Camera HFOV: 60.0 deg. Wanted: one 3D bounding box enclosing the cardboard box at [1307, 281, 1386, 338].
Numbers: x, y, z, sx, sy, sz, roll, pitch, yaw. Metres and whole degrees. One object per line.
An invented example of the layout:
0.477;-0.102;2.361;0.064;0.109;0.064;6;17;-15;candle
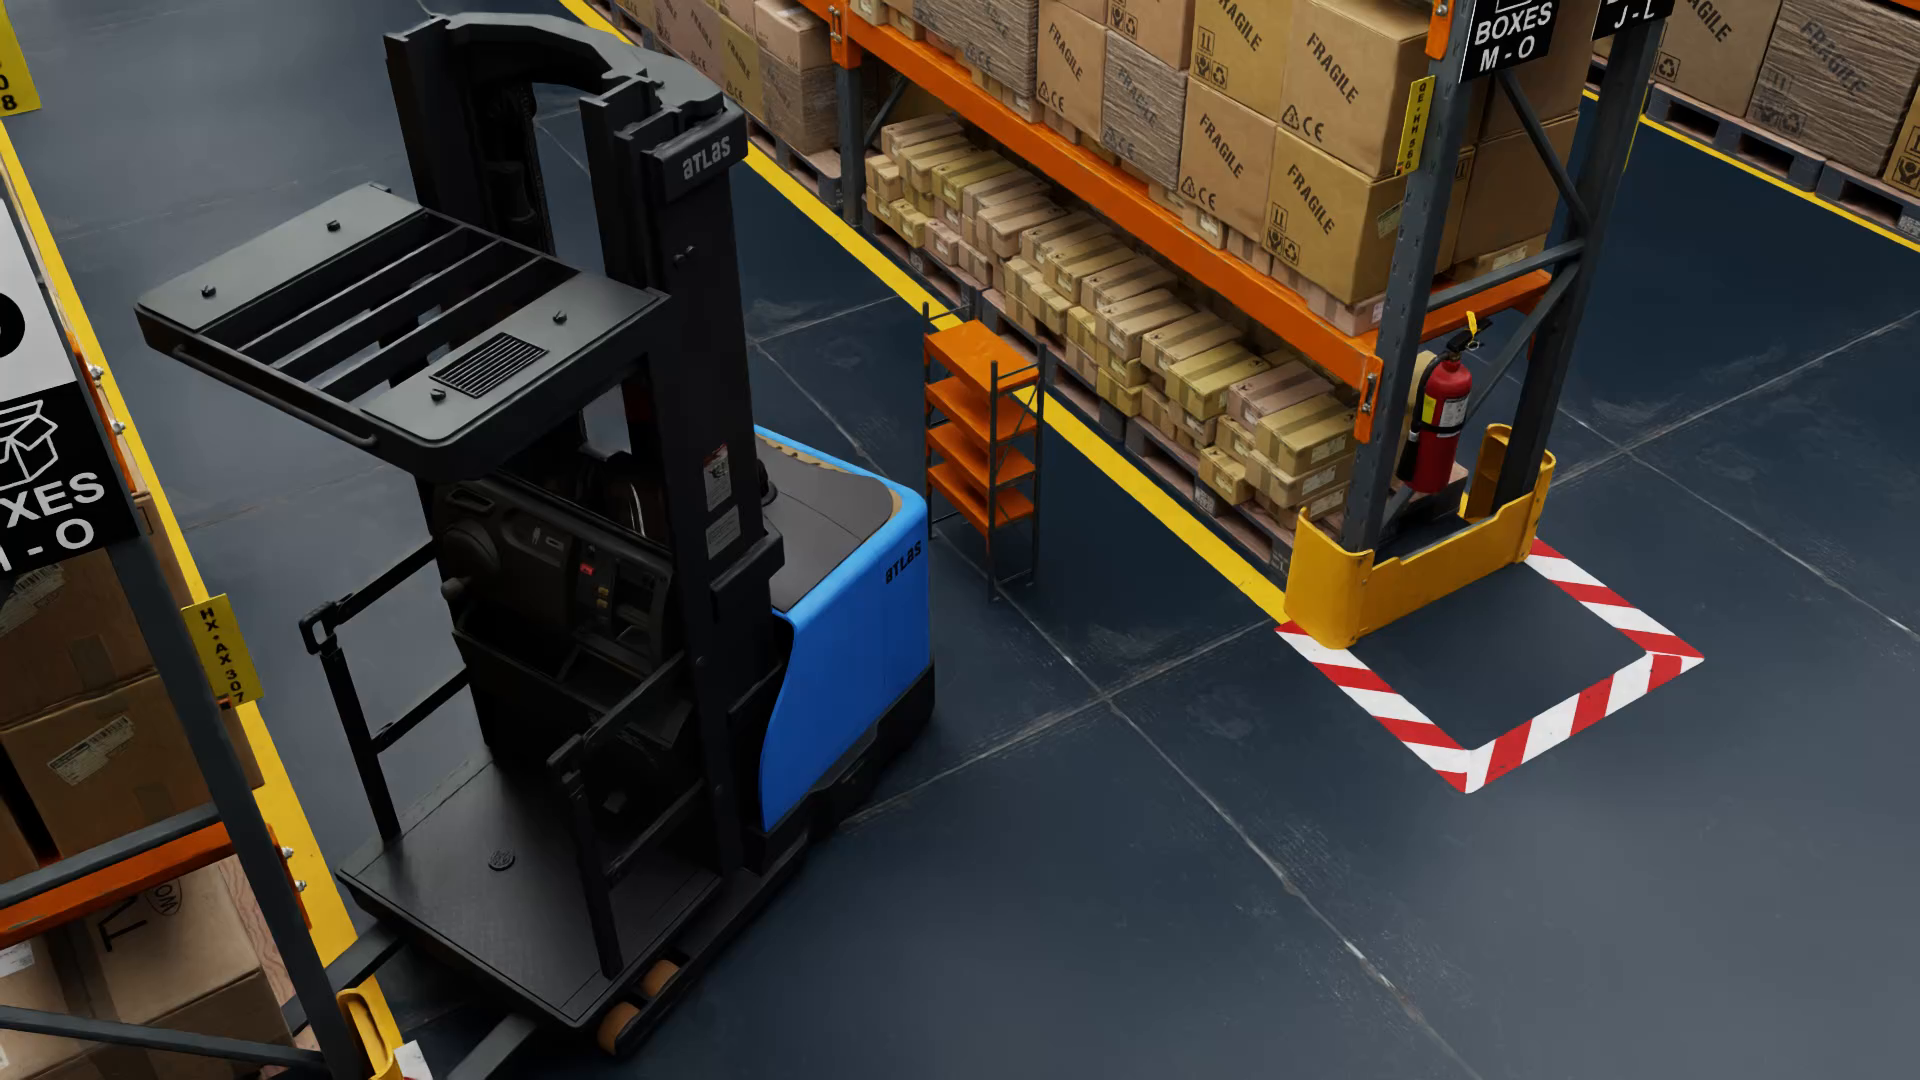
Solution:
1.529;-0.926;6.215;0.380;0.149;0.250;-22;45;-24;cardboard box

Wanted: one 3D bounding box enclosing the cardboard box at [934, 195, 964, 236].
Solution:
0.090;-1.753;8.677;0.380;0.149;0.250;-22;45;-25;cardboard box

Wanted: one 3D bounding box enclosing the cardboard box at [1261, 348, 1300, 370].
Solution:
1.572;-0.765;7.491;0.380;0.149;0.250;-22;44;-24;cardboard box

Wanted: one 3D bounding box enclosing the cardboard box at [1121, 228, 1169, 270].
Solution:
1.007;-1.445;8.075;0.380;0.149;0.250;-22;45;-24;cardboard box

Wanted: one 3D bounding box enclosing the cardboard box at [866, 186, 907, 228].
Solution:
-0.283;-1.862;9.040;0.380;0.149;0.250;-24;46;-26;cardboard box

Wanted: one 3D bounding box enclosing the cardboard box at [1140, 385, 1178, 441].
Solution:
1.047;-0.628;7.559;0.380;0.149;0.250;-22;44;-24;cardboard box

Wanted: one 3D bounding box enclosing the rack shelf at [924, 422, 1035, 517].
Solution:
0.089;-0.320;6.802;0.258;0.148;0.480;-22;45;-24;rack shelf

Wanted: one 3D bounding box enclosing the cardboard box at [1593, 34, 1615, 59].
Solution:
4.316;-3.717;10.699;0.875;0.875;0.875;-22;45;-24;cardboard box

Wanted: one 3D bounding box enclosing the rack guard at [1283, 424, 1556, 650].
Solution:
1.902;-0.025;6.889;1.175;0.500;0.348;-22;45;-24;rack guard

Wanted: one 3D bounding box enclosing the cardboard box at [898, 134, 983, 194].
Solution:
-0.099;-1.971;8.707;0.380;0.149;0.250;-20;44;-22;cardboard box

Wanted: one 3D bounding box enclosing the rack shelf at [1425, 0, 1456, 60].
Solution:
0.867;-2.900;6.605;1.077;0.370;4.000;-22;45;-24;rack shelf

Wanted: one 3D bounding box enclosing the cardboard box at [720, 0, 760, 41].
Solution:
-1.087;-3.189;9.773;0.500;0.250;0.500;-20;44;-22;cardboard box

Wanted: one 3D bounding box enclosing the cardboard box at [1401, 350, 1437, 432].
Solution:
1.948;-0.639;7.107;0.380;0.149;0.250;-24;46;-26;cardboard box

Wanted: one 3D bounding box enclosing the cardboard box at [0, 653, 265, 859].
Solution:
-2.192;0.418;4.327;0.500;0.500;0.500;-23;45;-25;cardboard box

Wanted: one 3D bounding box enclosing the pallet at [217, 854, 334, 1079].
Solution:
-2.672;1.481;5.308;1.003;0.211;1.213;-22;45;-24;pallet

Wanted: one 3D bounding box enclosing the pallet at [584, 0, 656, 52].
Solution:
-1.940;-3.769;11.608;1.003;0.211;1.213;-22;45;-24;pallet

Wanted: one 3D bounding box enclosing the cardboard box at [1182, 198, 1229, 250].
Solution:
1.123;-1.333;6.703;0.380;0.149;0.250;-21;44;-23;cardboard box

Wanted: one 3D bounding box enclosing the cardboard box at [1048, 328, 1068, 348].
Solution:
0.654;-1.060;8.078;0.380;0.149;0.250;-21;44;-23;cardboard box

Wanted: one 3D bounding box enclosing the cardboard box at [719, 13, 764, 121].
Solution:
-1.094;-2.894;10.004;0.500;0.500;0.500;-23;45;-25;cardboard box

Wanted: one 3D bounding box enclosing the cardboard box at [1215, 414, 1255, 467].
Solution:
1.323;-0.471;7.138;0.380;0.149;0.250;-23;45;-25;cardboard box

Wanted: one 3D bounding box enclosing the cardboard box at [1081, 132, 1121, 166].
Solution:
0.754;-1.789;7.251;0.380;0.149;0.250;-21;44;-24;cardboard box

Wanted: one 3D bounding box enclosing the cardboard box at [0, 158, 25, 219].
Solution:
-3.030;-0.786;4.991;0.500;0.500;0.500;-22;45;-24;cardboard box

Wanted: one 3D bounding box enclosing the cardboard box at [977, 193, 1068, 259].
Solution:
0.306;-1.553;8.205;0.380;0.149;0.250;-21;44;-24;cardboard box

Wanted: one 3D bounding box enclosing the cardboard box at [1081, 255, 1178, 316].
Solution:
0.786;-1.157;7.729;0.380;0.149;0.250;-24;45;-26;cardboard box

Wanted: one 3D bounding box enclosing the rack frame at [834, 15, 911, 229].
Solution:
-0.208;-3.103;8.631;1.000;3.000;0.127;-22;45;-24;rack frame

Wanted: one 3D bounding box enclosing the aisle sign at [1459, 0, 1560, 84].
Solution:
1.729;-1.800;5.036;0.394;0.787;0.004;-22;45;-24;aisle sign

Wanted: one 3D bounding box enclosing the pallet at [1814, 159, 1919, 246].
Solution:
5.683;-1.930;9.402;1.003;0.211;1.213;-22;45;-24;pallet

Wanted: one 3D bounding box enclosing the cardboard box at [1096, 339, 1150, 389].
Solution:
0.848;-0.866;7.613;0.380;0.149;0.250;-22;44;-24;cardboard box

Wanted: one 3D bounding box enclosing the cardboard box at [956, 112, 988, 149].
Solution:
0.203;-2.295;9.096;0.380;0.149;0.250;-21;44;-23;cardboard box

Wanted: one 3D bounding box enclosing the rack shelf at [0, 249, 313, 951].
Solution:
-3.252;0.011;5.455;1.077;0.370;4.000;-22;45;-24;rack shelf

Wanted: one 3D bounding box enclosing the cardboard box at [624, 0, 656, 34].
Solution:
-1.920;-3.723;11.000;0.500;0.500;0.500;-22;44;-24;cardboard box

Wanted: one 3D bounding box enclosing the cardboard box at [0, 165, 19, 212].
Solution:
-2.932;-0.996;4.736;0.380;0.149;0.250;-23;45;-25;cardboard box

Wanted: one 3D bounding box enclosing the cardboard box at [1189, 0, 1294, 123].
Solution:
1.215;-1.916;6.114;0.500;0.500;0.500;-24;45;-26;cardboard box

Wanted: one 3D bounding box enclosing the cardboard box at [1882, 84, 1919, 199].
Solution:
5.768;-2.260;8.951;0.875;0.875;0.875;-22;45;-24;cardboard box

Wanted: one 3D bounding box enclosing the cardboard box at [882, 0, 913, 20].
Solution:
-0.154;-2.902;8.079;0.500;0.500;0.500;-23;45;-25;cardboard box

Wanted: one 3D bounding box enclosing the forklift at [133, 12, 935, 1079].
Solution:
-1.328;0.160;4.768;1.130;2.935;3.031;23;45;25;forklift

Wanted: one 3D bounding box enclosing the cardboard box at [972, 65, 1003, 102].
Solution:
0.279;-2.194;7.736;0.380;0.149;0.250;-21;44;-24;cardboard box

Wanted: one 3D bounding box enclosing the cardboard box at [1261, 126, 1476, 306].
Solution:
1.484;-1.251;6.097;0.500;0.500;0.500;-21;44;-24;cardboard box

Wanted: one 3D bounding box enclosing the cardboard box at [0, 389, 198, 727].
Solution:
-2.194;0.035;4.006;0.500;0.500;0.500;-23;45;-25;cardboard box

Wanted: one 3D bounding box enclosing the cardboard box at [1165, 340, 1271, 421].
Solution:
1.111;-0.689;7.168;0.380;0.149;0.250;-23;45;-25;cardboard box

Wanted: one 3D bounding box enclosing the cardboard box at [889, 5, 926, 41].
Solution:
-0.130;-2.627;8.256;0.380;0.149;0.250;-21;44;-23;cardboard box

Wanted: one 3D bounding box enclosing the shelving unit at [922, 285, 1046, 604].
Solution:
0.089;-0.372;6.759;0.258;1.200;0.503;-22;45;-24;shelving unit

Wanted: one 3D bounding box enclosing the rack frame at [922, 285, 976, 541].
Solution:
-0.042;-0.503;6.917;0.240;1.200;0.015;-22;45;-24;rack frame

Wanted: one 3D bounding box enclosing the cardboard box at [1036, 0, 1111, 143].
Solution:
0.672;-2.074;7.085;0.500;0.500;0.500;-20;44;-22;cardboard box

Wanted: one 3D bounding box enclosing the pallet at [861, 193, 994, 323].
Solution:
0.183;-1.682;9.103;1.003;0.211;1.213;-22;45;-24;pallet

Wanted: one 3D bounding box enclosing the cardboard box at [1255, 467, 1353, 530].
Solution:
1.484;-0.223;7.073;0.380;0.149;0.250;-21;44;-24;cardboard box

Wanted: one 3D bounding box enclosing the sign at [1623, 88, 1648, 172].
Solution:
2.400;-1.464;5.987;0.100;0.325;0.005;-22;45;-24;sign

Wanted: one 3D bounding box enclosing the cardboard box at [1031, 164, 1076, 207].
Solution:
0.587;-1.872;8.588;0.380;0.149;0.250;-21;44;-23;cardboard box

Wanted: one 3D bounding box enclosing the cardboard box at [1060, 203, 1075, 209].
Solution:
0.596;-1.773;8.702;0.380;0.149;0.250;-22;44;-24;cardboard box

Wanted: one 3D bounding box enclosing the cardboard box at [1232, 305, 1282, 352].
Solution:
1.467;-1.031;7.579;0.380;0.149;0.250;-24;46;-26;cardboard box

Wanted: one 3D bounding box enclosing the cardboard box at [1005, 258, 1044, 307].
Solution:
0.443;-1.292;8.123;0.380;0.149;0.250;-23;45;-25;cardboard box

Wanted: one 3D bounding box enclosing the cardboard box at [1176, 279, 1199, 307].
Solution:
1.122;-1.183;7.993;0.380;0.149;0.250;-20;44;-22;cardboard box

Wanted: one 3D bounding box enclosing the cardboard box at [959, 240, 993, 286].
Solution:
0.216;-1.482;8.585;0.380;0.149;0.250;-23;45;-25;cardboard box
